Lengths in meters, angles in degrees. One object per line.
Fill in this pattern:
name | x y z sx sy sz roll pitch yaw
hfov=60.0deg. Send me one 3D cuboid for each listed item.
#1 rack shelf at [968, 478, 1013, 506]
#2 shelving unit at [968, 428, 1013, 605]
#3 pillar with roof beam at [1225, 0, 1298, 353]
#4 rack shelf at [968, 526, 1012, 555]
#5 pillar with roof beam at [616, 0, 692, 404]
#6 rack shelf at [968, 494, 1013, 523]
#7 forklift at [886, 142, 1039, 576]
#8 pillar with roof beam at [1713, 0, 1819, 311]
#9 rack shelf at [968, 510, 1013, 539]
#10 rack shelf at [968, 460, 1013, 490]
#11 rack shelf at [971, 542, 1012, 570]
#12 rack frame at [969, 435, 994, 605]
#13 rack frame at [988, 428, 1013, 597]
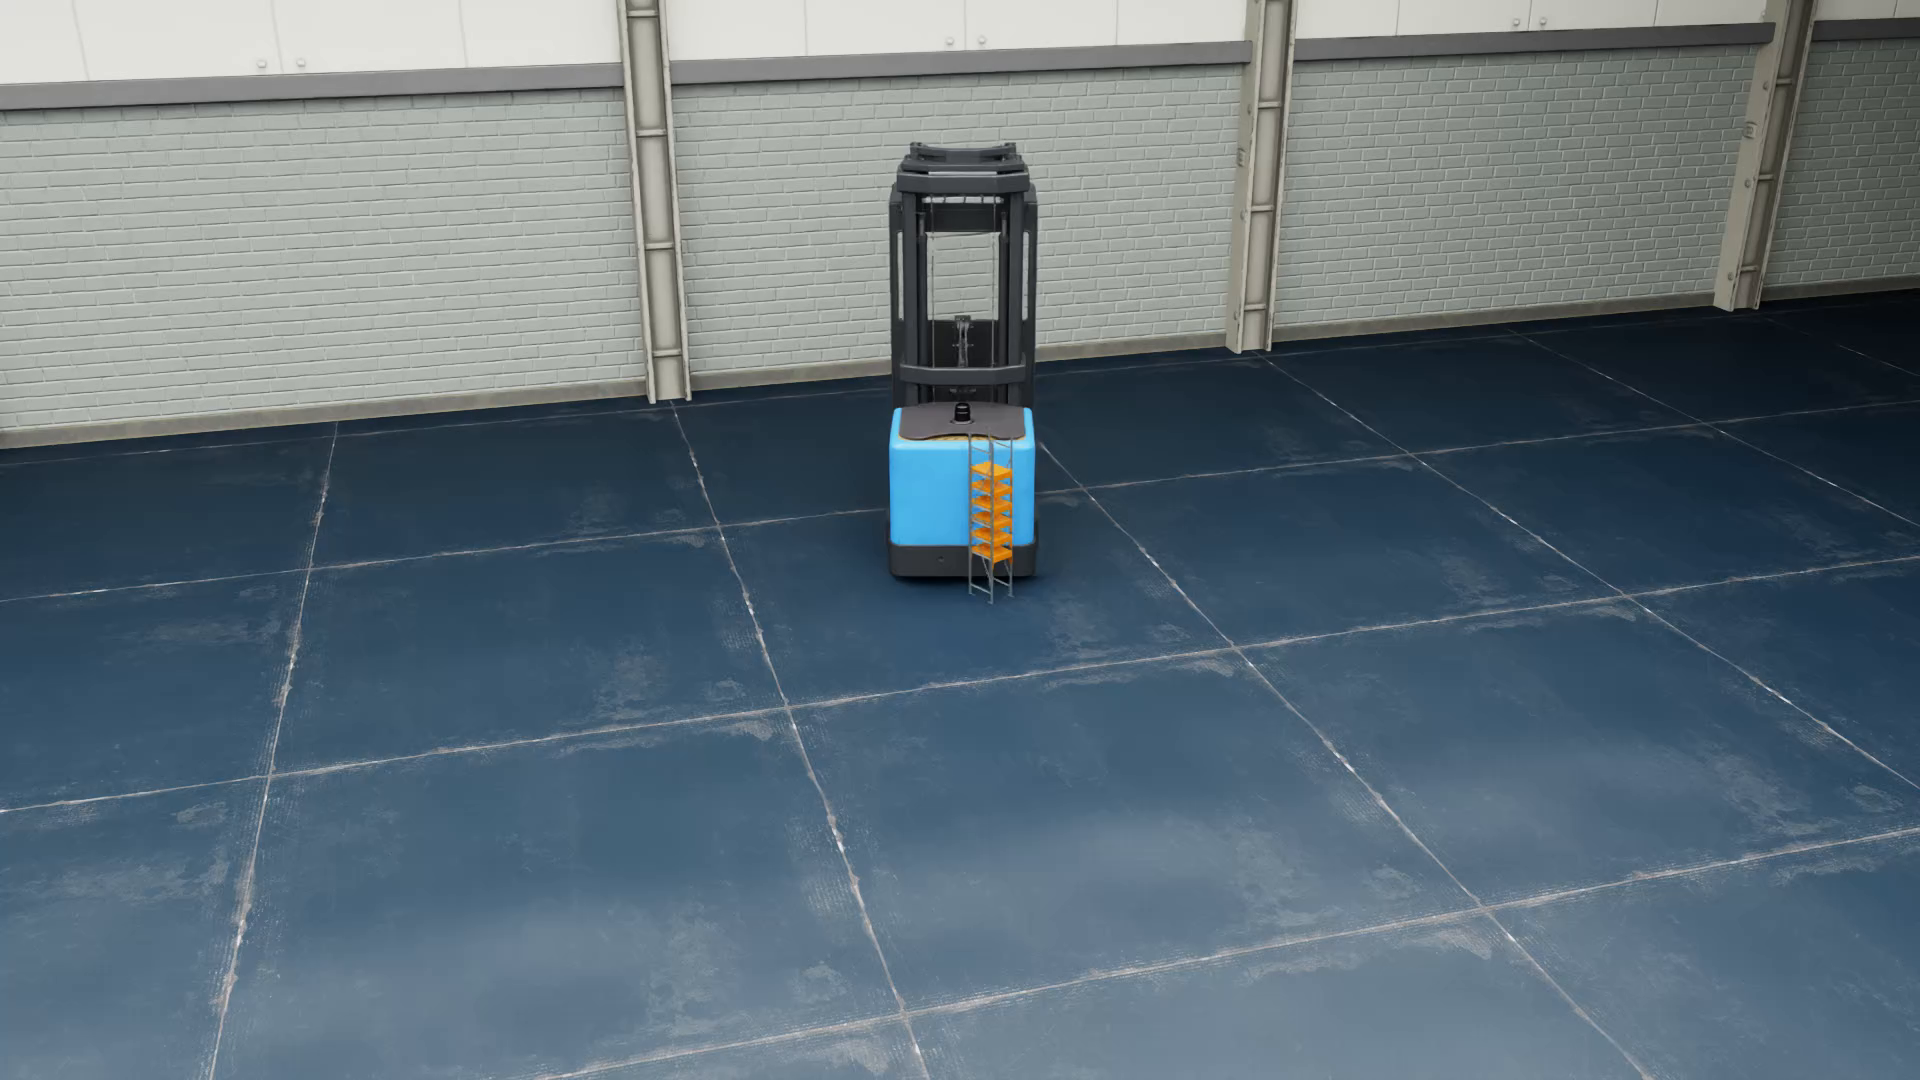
rack shelf | 0.211 -0.336 11.445 0.180 0.103 0.258 -21 31 -39
shelving unit | 0.212 -0.157 11.523 0.189 1.200 0.258 -21 31 -39
pillar with roof beam | 4.166 -4.506 11.768 0.400 9.000 9.100 -6 24 -14
rack shelf | 0.212 -0.006 11.588 0.180 0.103 0.258 -21 31 -39
pillar with roof beam | -1.611 -3.866 10.279 0.400 9.000 9.100 -6 24 -14
rack shelf | 0.211 -0.226 11.493 0.180 0.103 0.258 -21 31 -39
forklift | 0.026 -1.618 12.733 1.130 2.935 3.031 0 23 0
pillar with roof beam | 9.943 -5.145 13.258 0.400 9.000 9.100 -6 24 -14
rack shelf | 0.212 -0.116 11.541 0.180 0.103 0.258 -21 31 -39
rack shelf | 0.210 -0.446 11.397 0.180 0.103 0.258 -21 31 -39
rack shelf | 0.213 0.104 11.636 0.180 0.103 0.258 -21 31 -39
rack frame | 0.145 -0.132 11.466 0.006 1.200 0.240 -21 31 -39
rack frame | 0.279 -0.182 11.580 0.006 1.200 0.240 -21 31 -39
